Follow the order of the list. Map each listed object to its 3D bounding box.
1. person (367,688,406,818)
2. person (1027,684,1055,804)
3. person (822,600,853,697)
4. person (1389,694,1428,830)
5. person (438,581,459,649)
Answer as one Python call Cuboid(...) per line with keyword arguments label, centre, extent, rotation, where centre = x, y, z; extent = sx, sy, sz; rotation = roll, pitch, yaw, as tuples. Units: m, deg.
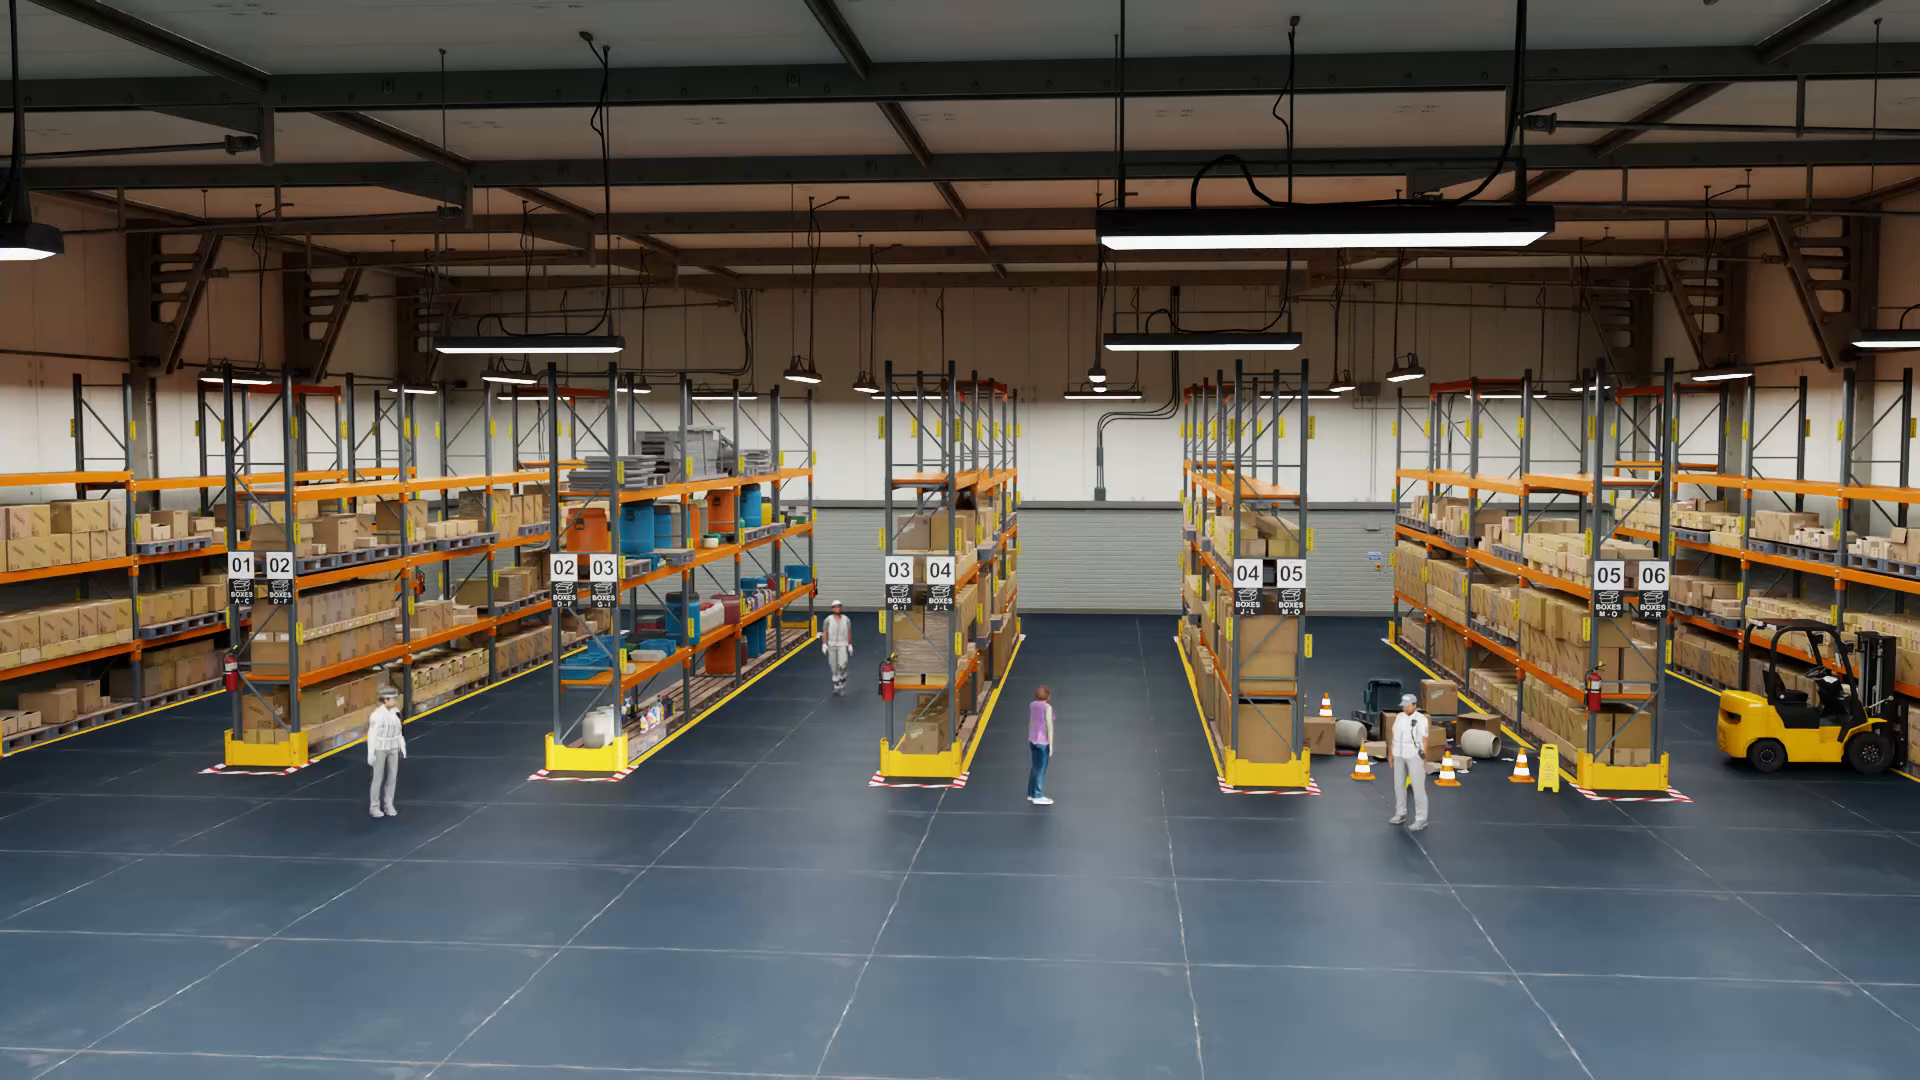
Cuboid(label="person", centre=(-7.473, 2.754, 21.634), extent=(0.403, 1.668, 0.531), rotation=(2, 4, 29))
Cuboid(label="person", centre=(1.099, 2.739, 22.294), extent=(0.329, 1.609, 0.494), rotation=(-3, 5, -34))
Cuboid(label="person", centre=(-2.326, 2.043, 31.278), extent=(0.532, 1.806, 0.544), rotation=(1, 4, 15))
Cuboid(label="person", centre=(5.704, 2.798, 21.122), extent=(0.451, 1.693, 0.553), rotation=(-3, 5, -41))
Cuboid(label="person", centre=(-11.064, 1.751, 36.020), extent=(0.516, 1.712, 1.039), rotation=(0, 4, 6))
